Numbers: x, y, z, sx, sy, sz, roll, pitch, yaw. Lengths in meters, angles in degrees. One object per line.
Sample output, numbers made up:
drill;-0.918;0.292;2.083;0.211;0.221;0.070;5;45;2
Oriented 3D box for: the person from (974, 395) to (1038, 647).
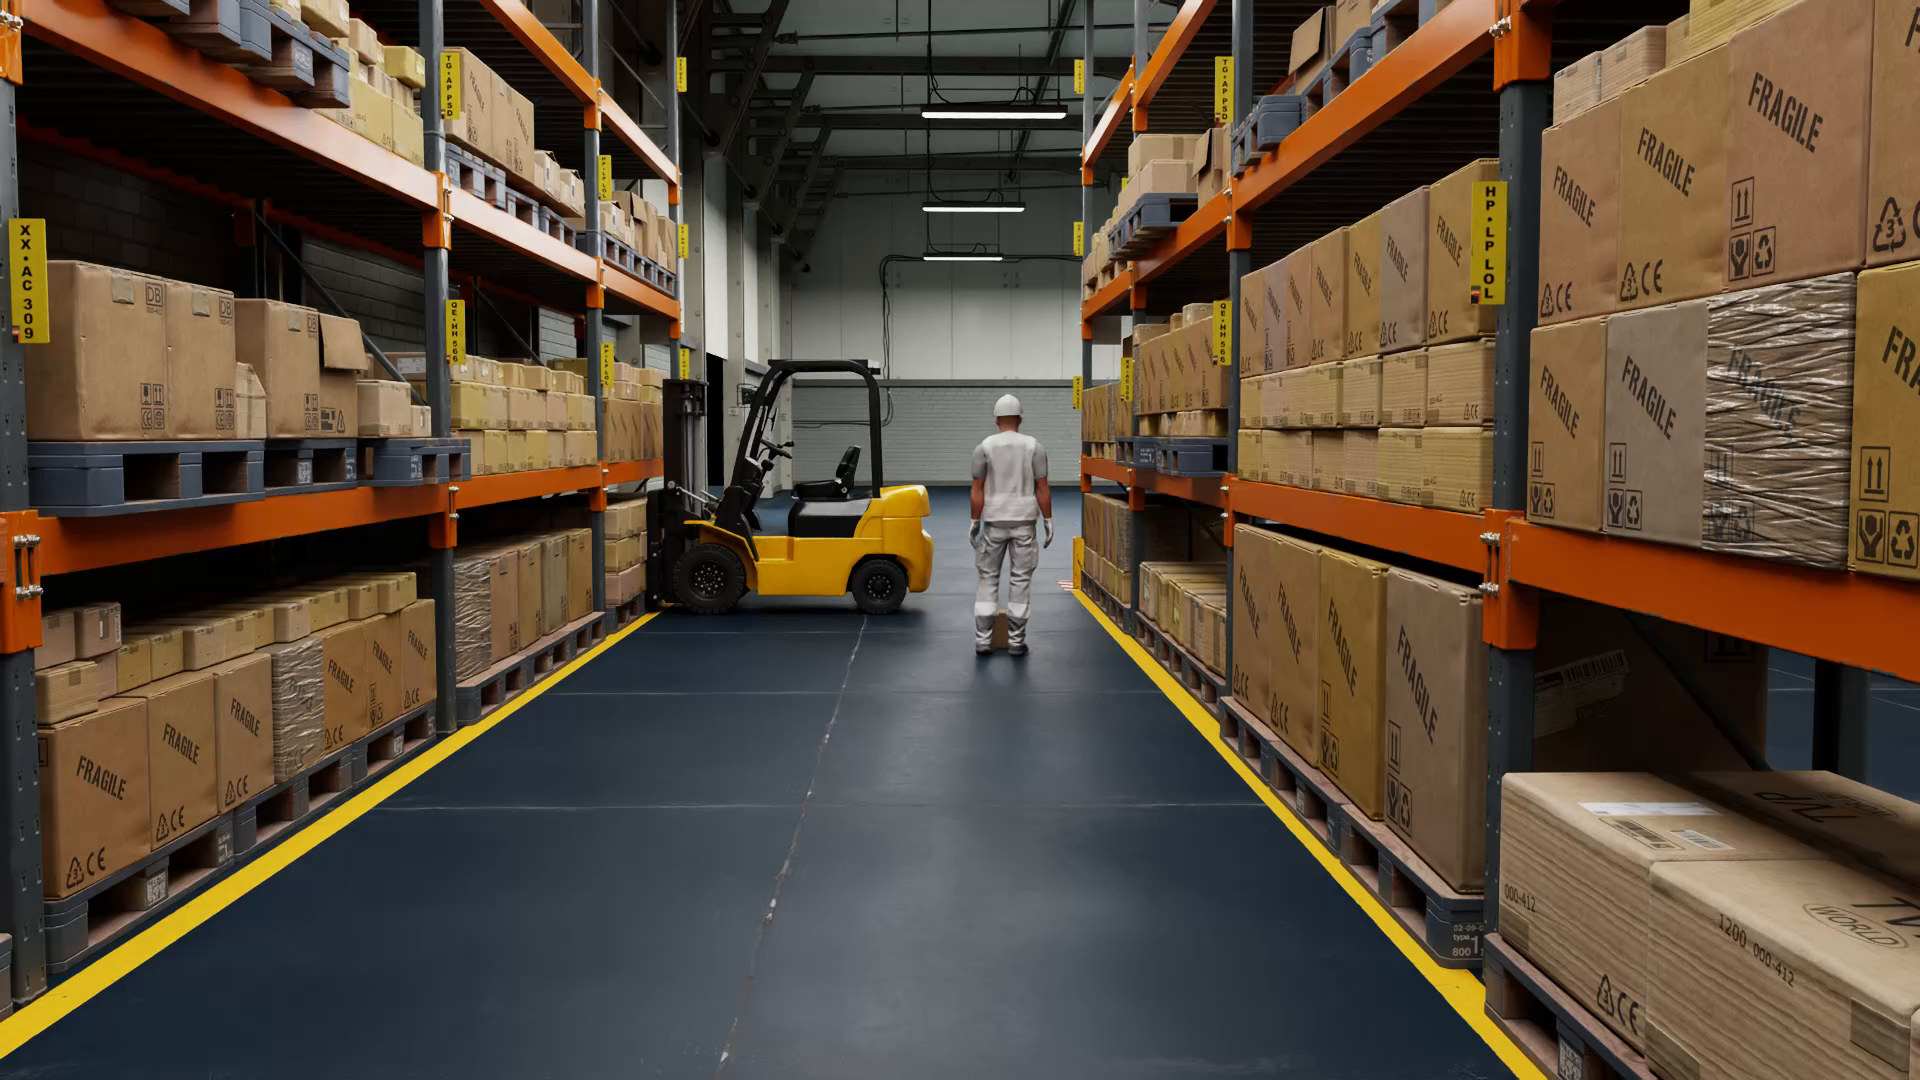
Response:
person;11.627;-1.115;27.254;20.730;1.797;33.448;0;4;4
